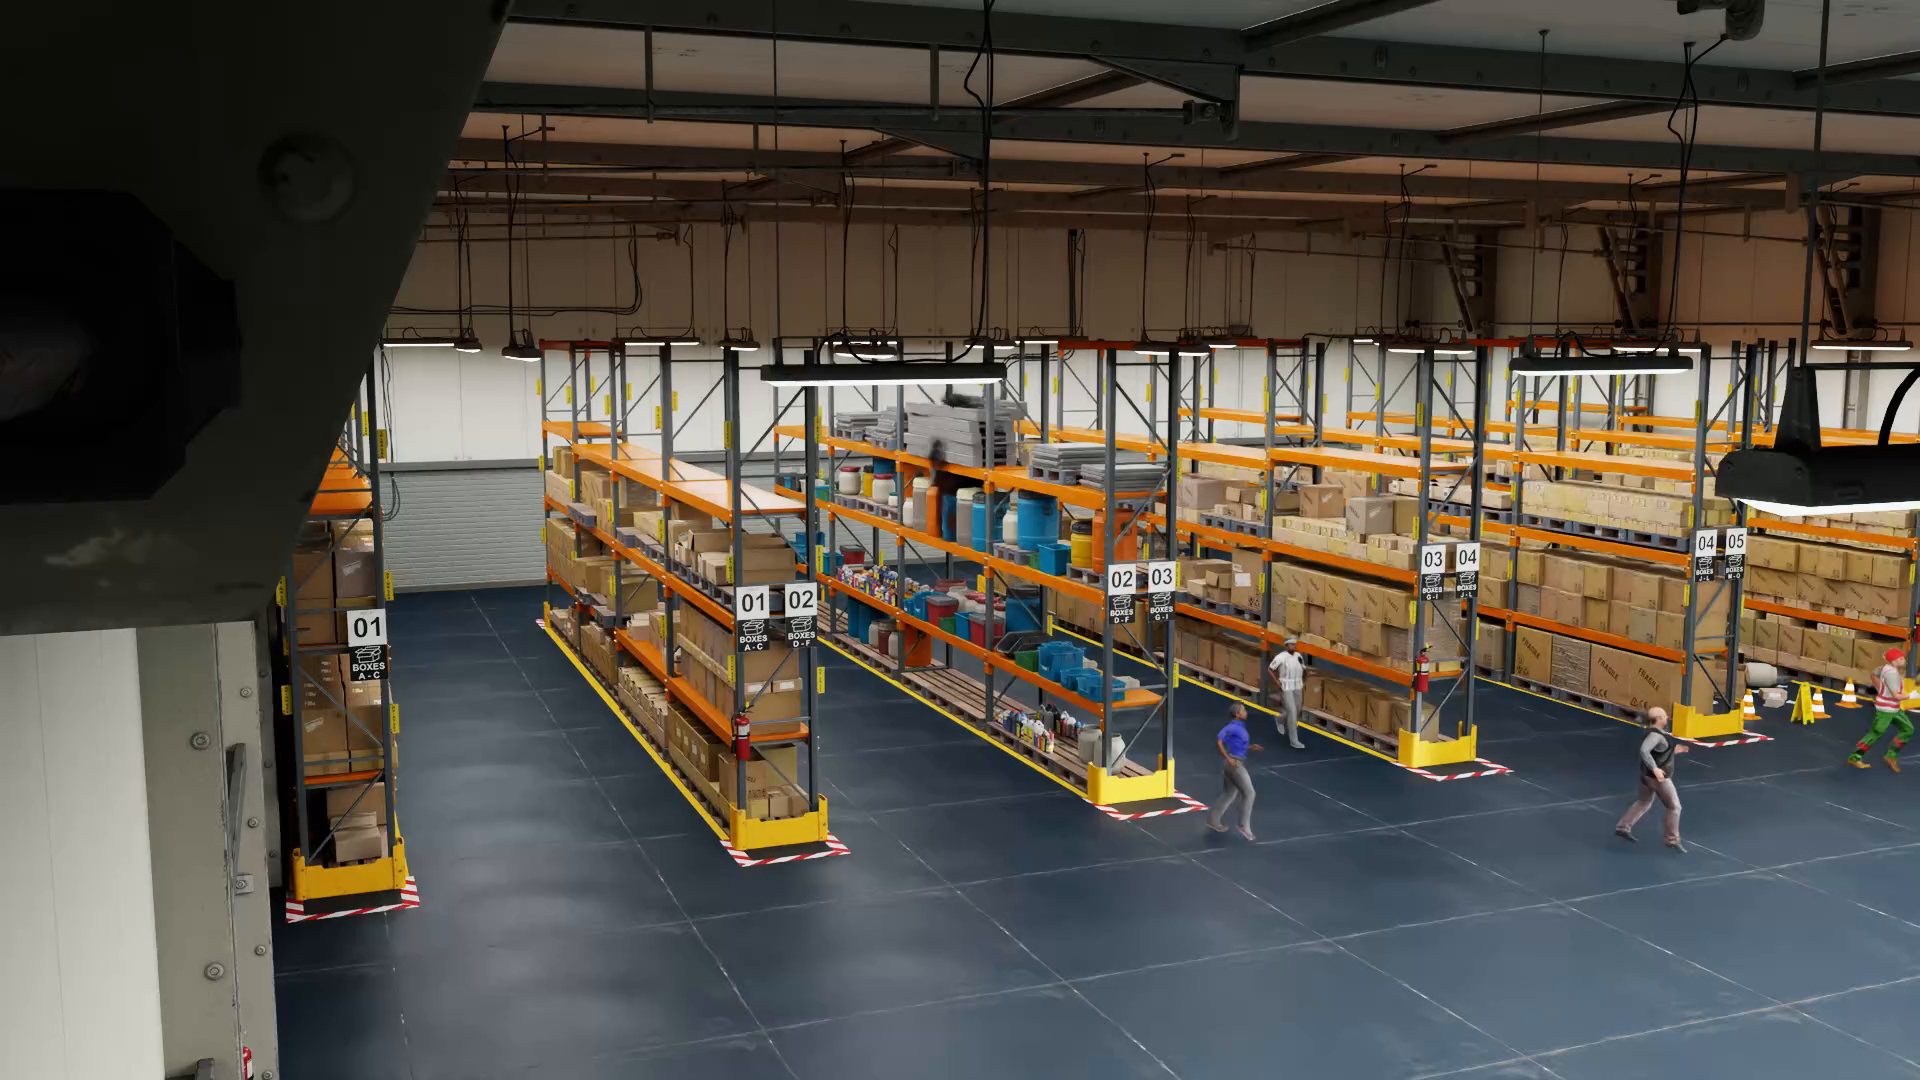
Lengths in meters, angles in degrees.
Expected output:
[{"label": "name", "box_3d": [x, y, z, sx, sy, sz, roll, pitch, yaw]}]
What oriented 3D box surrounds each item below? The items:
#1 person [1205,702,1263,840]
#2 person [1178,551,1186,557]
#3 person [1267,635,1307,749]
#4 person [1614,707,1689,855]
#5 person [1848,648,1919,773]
[{"label": "person", "box_3d": [3.409, 2.855, 20.608, 0.674, 1.713, 0.561, 1, 8, 10]}, {"label": "person", "box_3d": [4.643, 1.037, 34.731, 0.603, 1.579, 0.571, -4, 8, -26]}, {"label": "person", "box_3d": [4.956, 2.242, 25.058, 0.587, 1.671, 0.871, -3, 8, -24]}, {"label": "person", "box_3d": [8.343, 2.880, 19.975, 0.825, 1.771, 0.633, 1, 7, 5]}, {"label": "person", "box_3d": [13.085, 2.400, 23.455, 0.891, 1.792, 0.676, 5, 9, 31]}]
